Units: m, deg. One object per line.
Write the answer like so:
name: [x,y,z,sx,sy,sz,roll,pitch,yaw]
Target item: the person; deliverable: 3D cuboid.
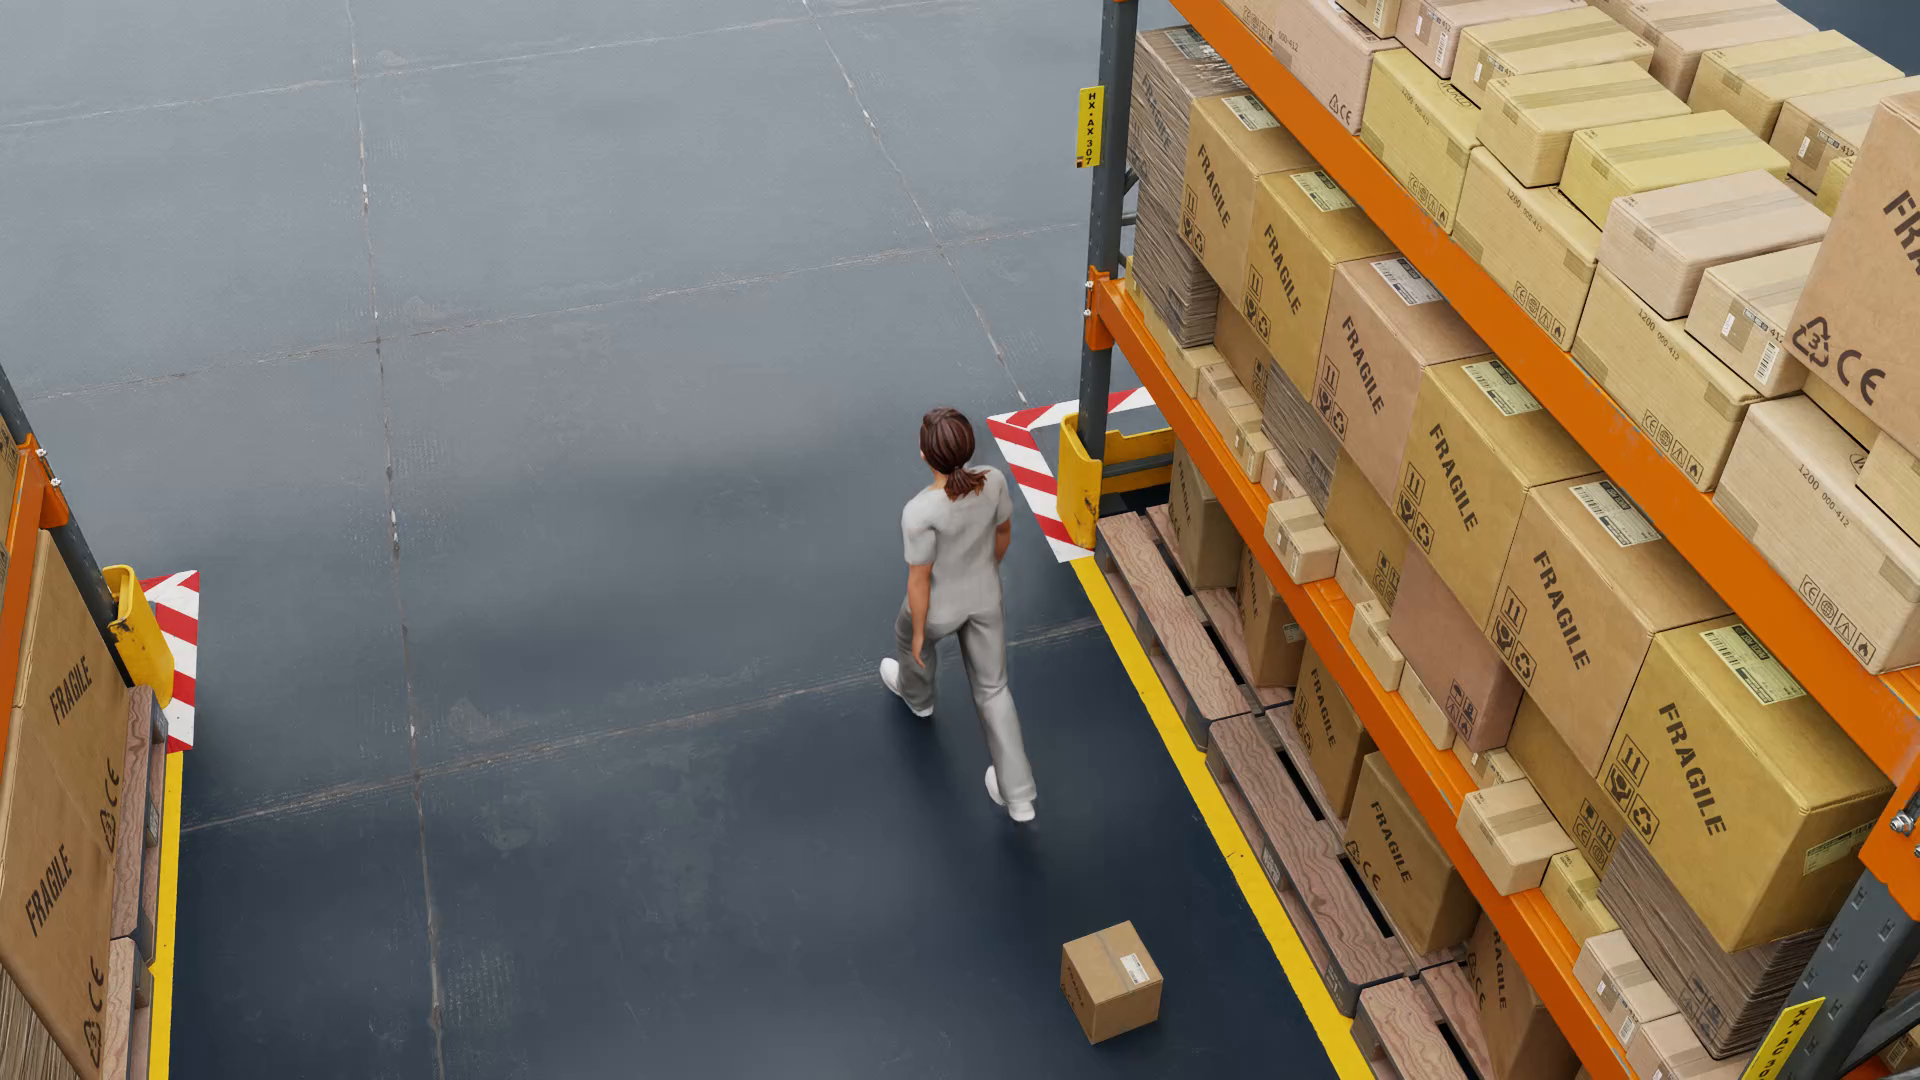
person: [0.007,0.222,5.931,0.458,1.624,1.032,-19,46,-19]
